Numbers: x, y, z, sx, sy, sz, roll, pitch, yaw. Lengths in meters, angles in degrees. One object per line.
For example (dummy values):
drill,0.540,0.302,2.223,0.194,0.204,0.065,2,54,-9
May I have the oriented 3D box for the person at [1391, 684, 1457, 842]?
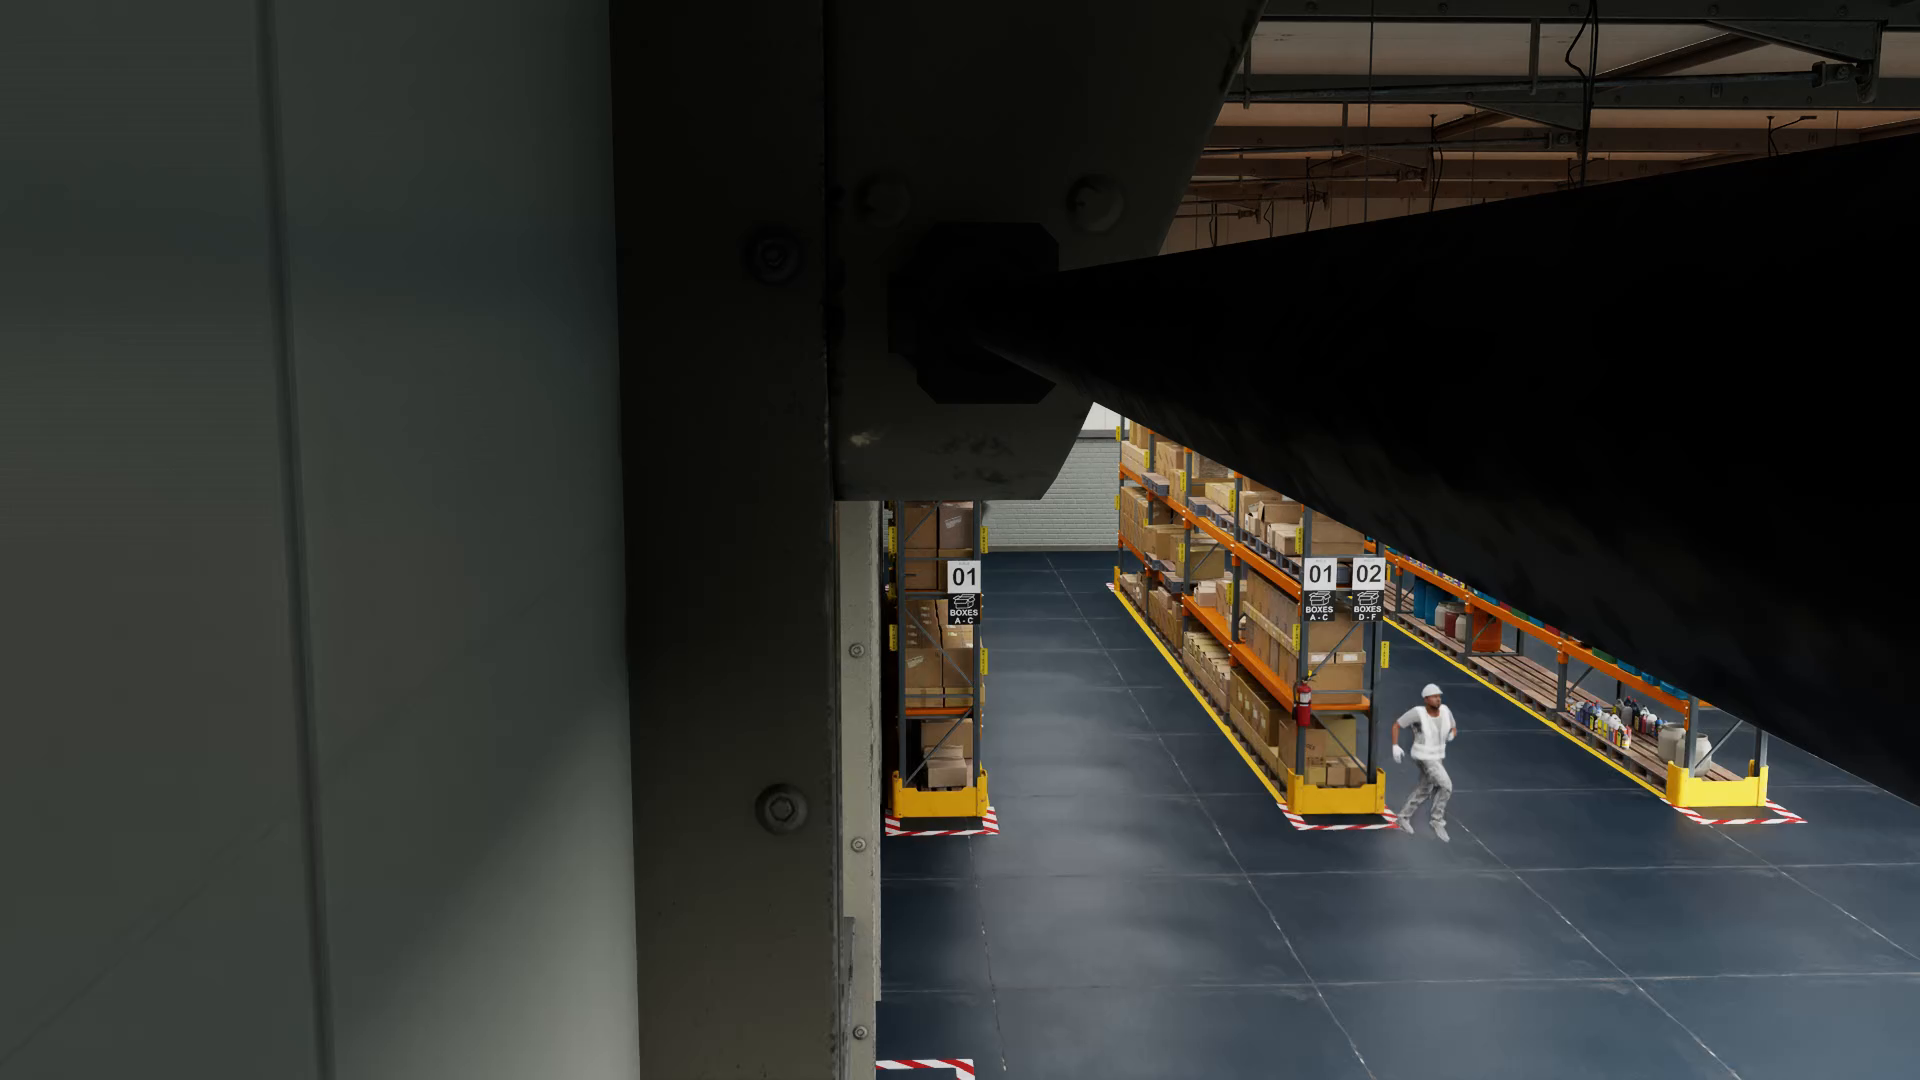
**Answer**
person,5.393,2.539,19.184,0.728,1.782,0.692,-8,11,-43
